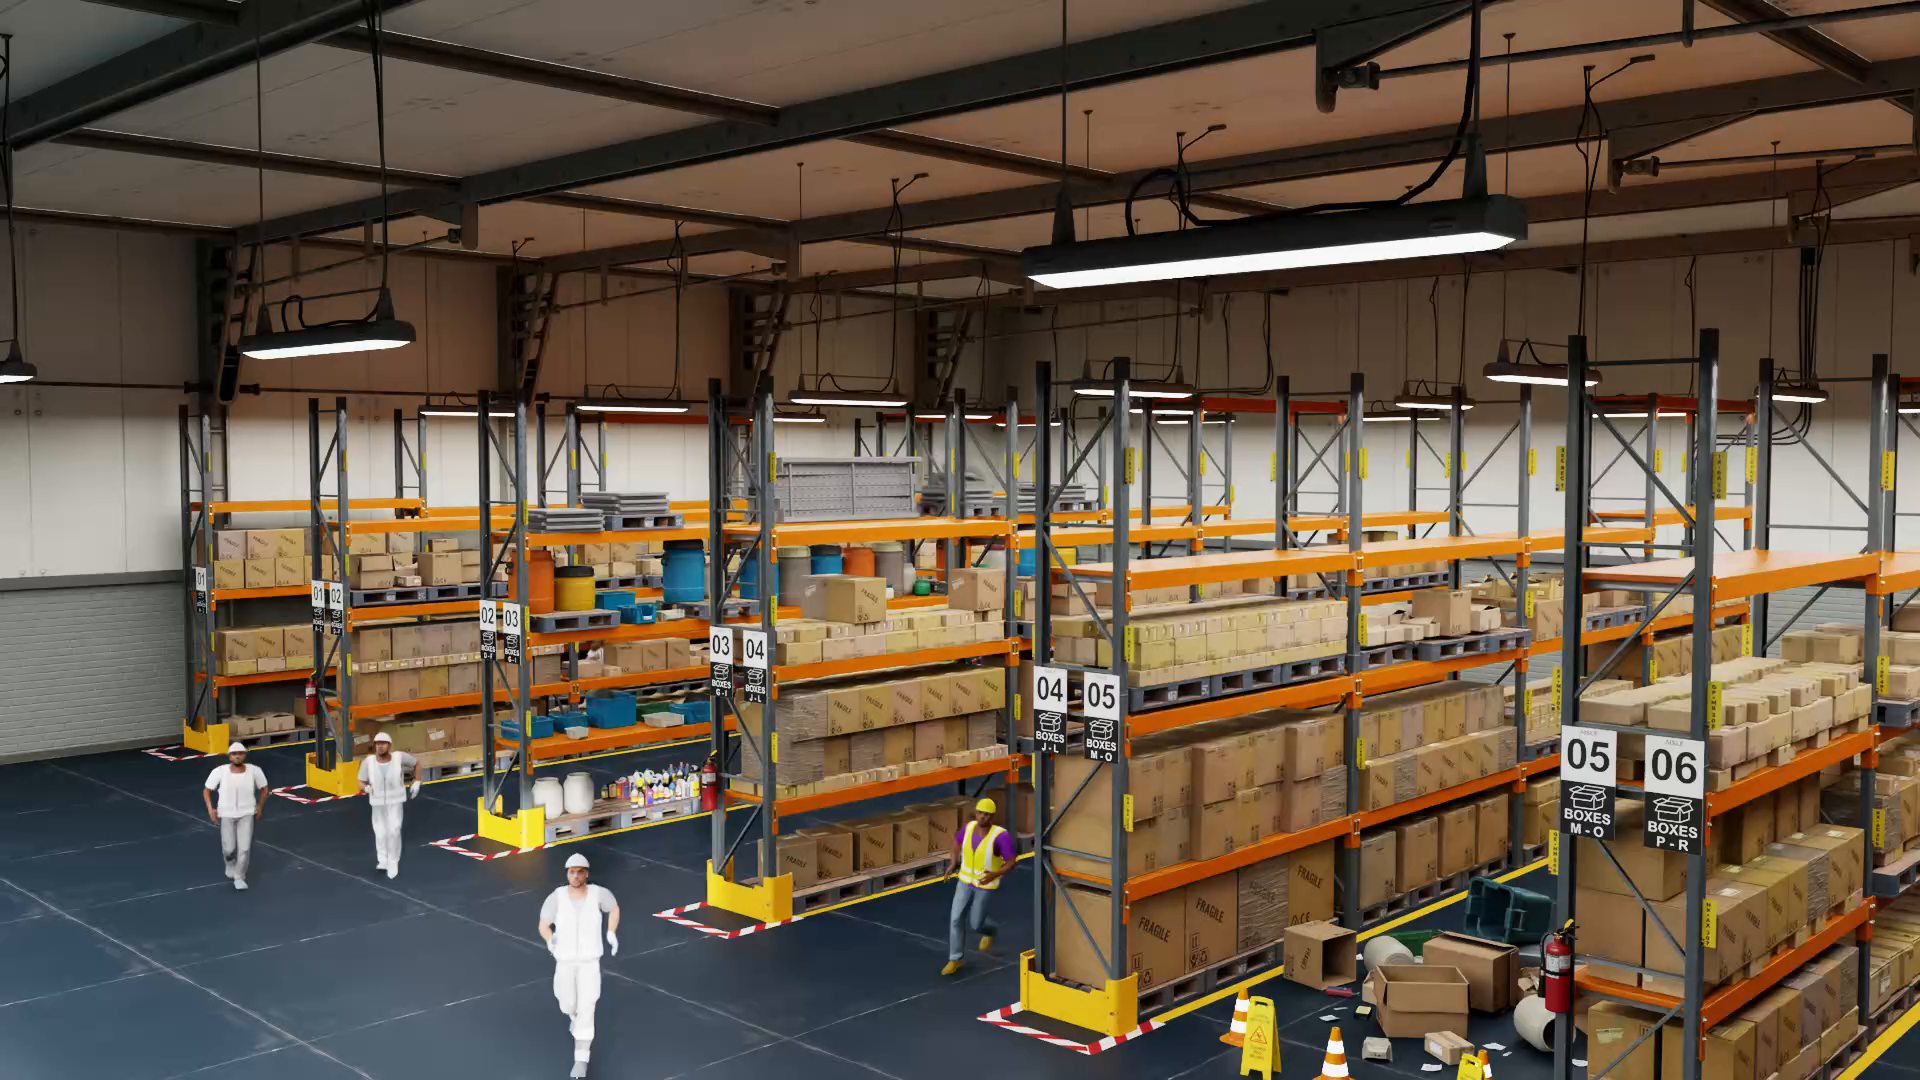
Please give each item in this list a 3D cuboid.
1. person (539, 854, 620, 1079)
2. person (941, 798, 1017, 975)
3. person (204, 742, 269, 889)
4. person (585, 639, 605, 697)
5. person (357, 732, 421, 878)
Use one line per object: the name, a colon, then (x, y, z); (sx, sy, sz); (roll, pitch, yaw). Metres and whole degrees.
person: (-3.211, 3.524, 14.025); (0.664, 1.773, 0.964); (0, 3, -9)
person: (0.207, 3.434, 16.636); (0.744, 1.741, 0.795); (2, 3, 28)
person: (-8.615, 3.262, 19.803); (0.705, 1.728, 0.557); (-1, 3, -25)
person: (-6.819, 2.644, 31.157); (0.678, 1.747, 0.992); (3, 4, 40)
person: (-6.935, 3.206, 20.183); (0.703, 1.768, 0.865); (0, 3, -8)
